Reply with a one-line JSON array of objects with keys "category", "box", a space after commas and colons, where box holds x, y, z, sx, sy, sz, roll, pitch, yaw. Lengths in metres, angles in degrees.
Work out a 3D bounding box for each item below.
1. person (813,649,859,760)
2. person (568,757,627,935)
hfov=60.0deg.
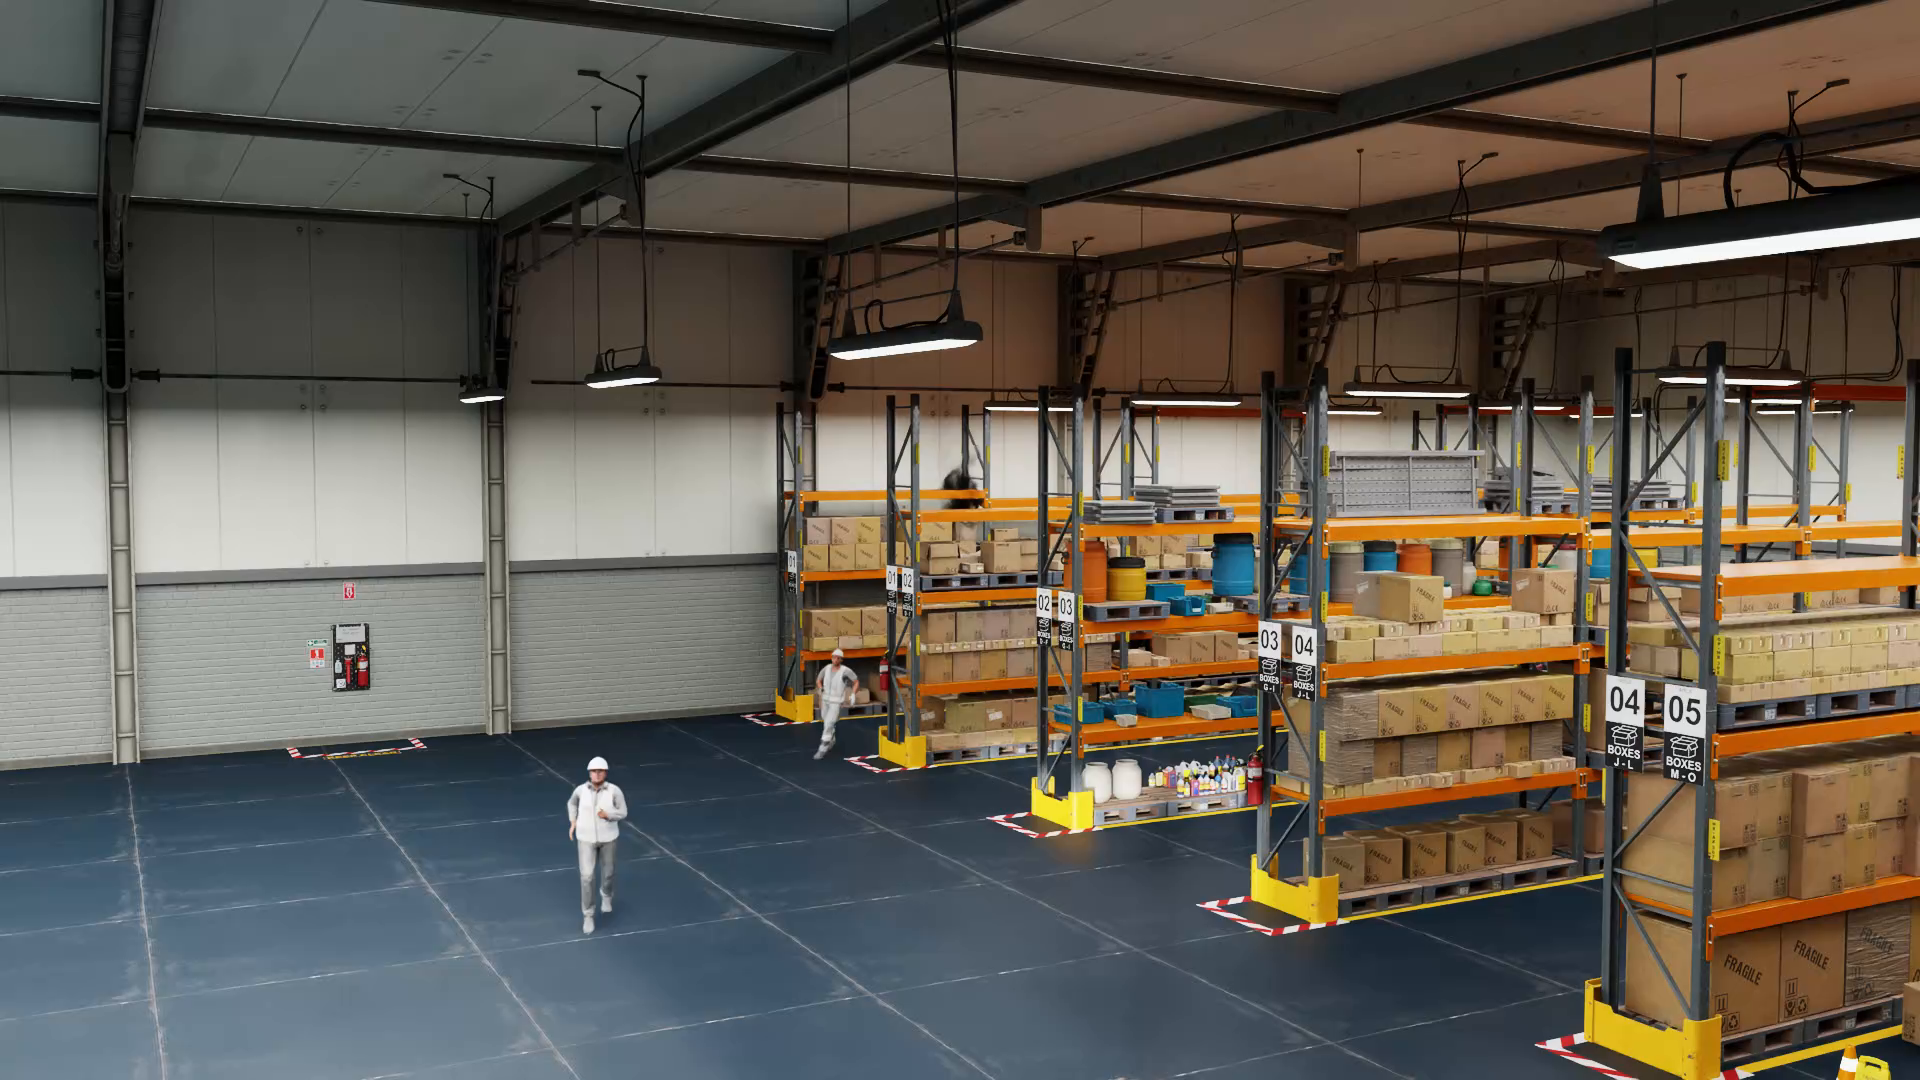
[{"category": "person", "box": [-2.080, 2.700, 27.585, 0.725, 1.796, 0.864, 2, 4, 25]}, {"category": "person", "box": [-3.913, 3.238, 17.966, 0.633, 1.796, 0.825, -1, 3, -11]}]
